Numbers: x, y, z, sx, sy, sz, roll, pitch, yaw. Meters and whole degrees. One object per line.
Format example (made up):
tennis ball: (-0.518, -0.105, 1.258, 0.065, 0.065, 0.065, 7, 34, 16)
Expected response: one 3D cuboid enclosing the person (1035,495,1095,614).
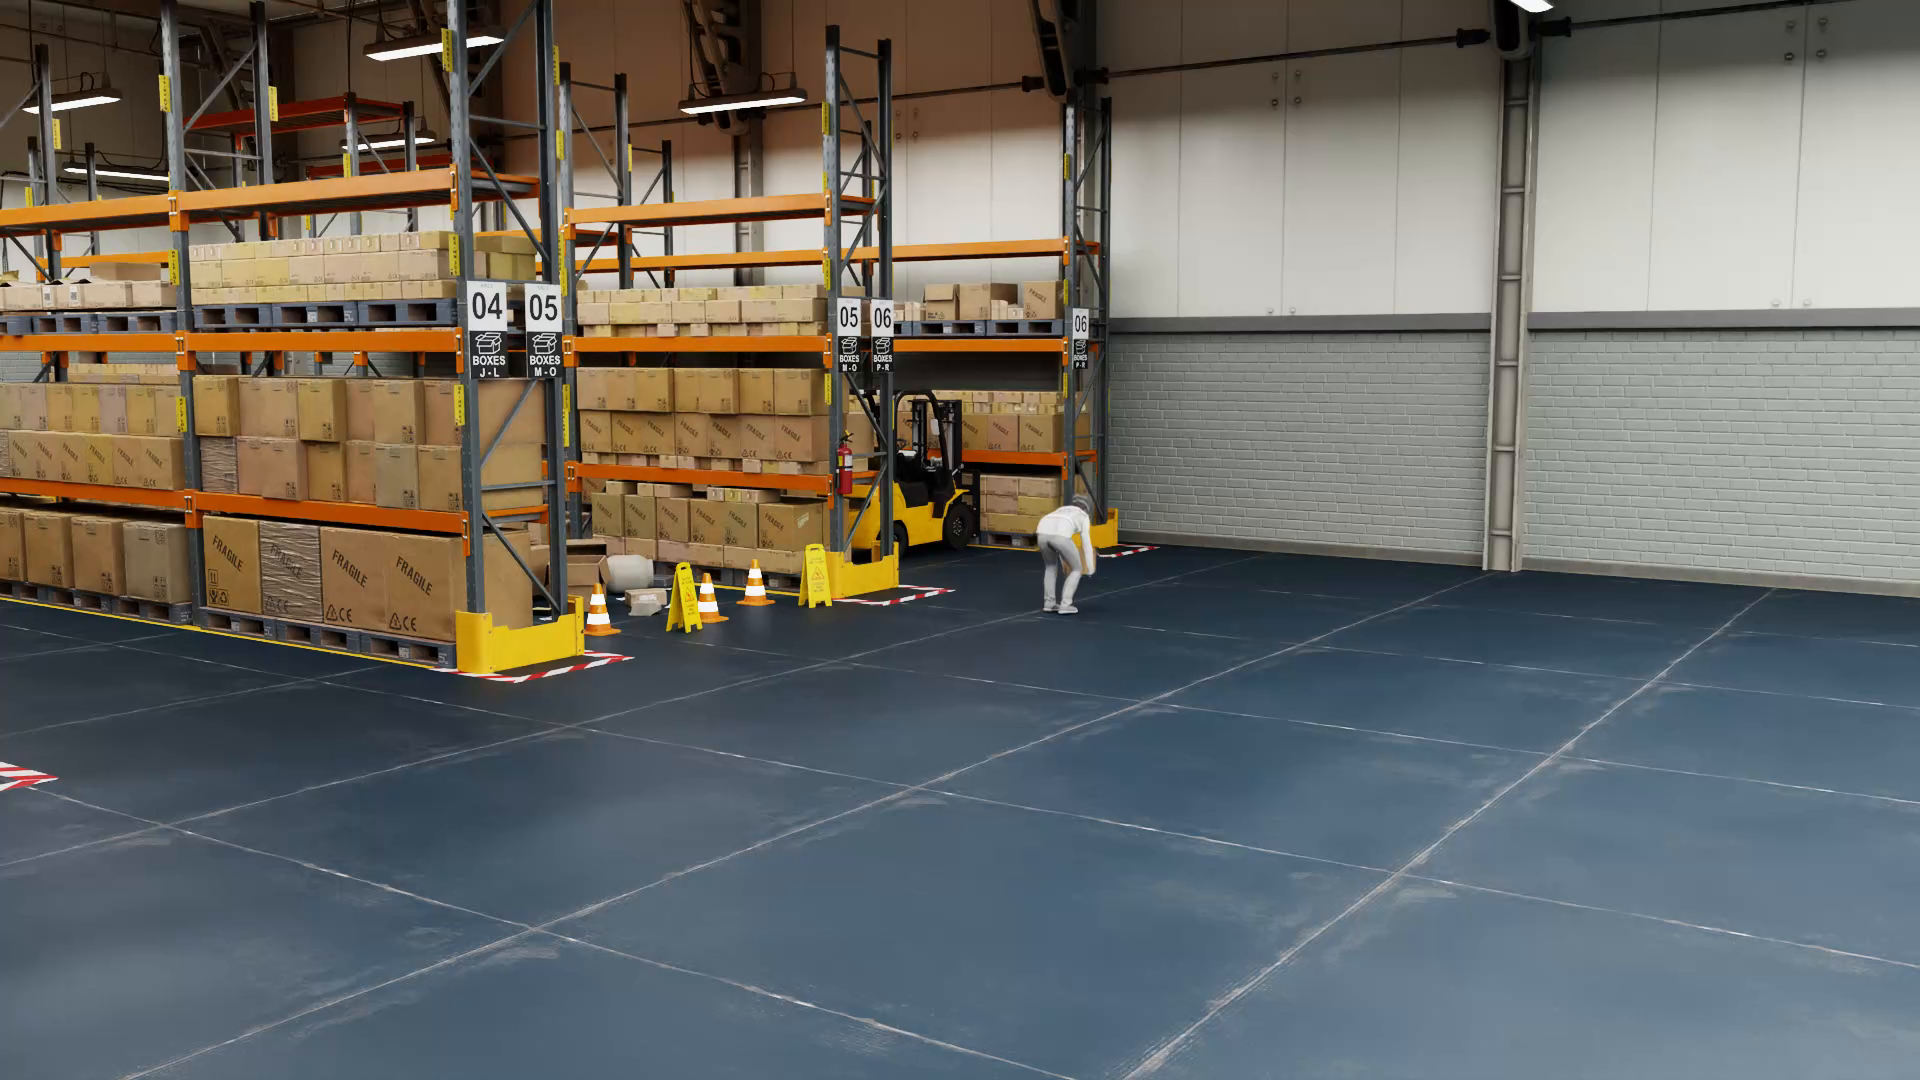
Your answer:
person: (1.100, 0.140, 16.991, 0.432, 1.168, 0.912, 4, 7, 31)
